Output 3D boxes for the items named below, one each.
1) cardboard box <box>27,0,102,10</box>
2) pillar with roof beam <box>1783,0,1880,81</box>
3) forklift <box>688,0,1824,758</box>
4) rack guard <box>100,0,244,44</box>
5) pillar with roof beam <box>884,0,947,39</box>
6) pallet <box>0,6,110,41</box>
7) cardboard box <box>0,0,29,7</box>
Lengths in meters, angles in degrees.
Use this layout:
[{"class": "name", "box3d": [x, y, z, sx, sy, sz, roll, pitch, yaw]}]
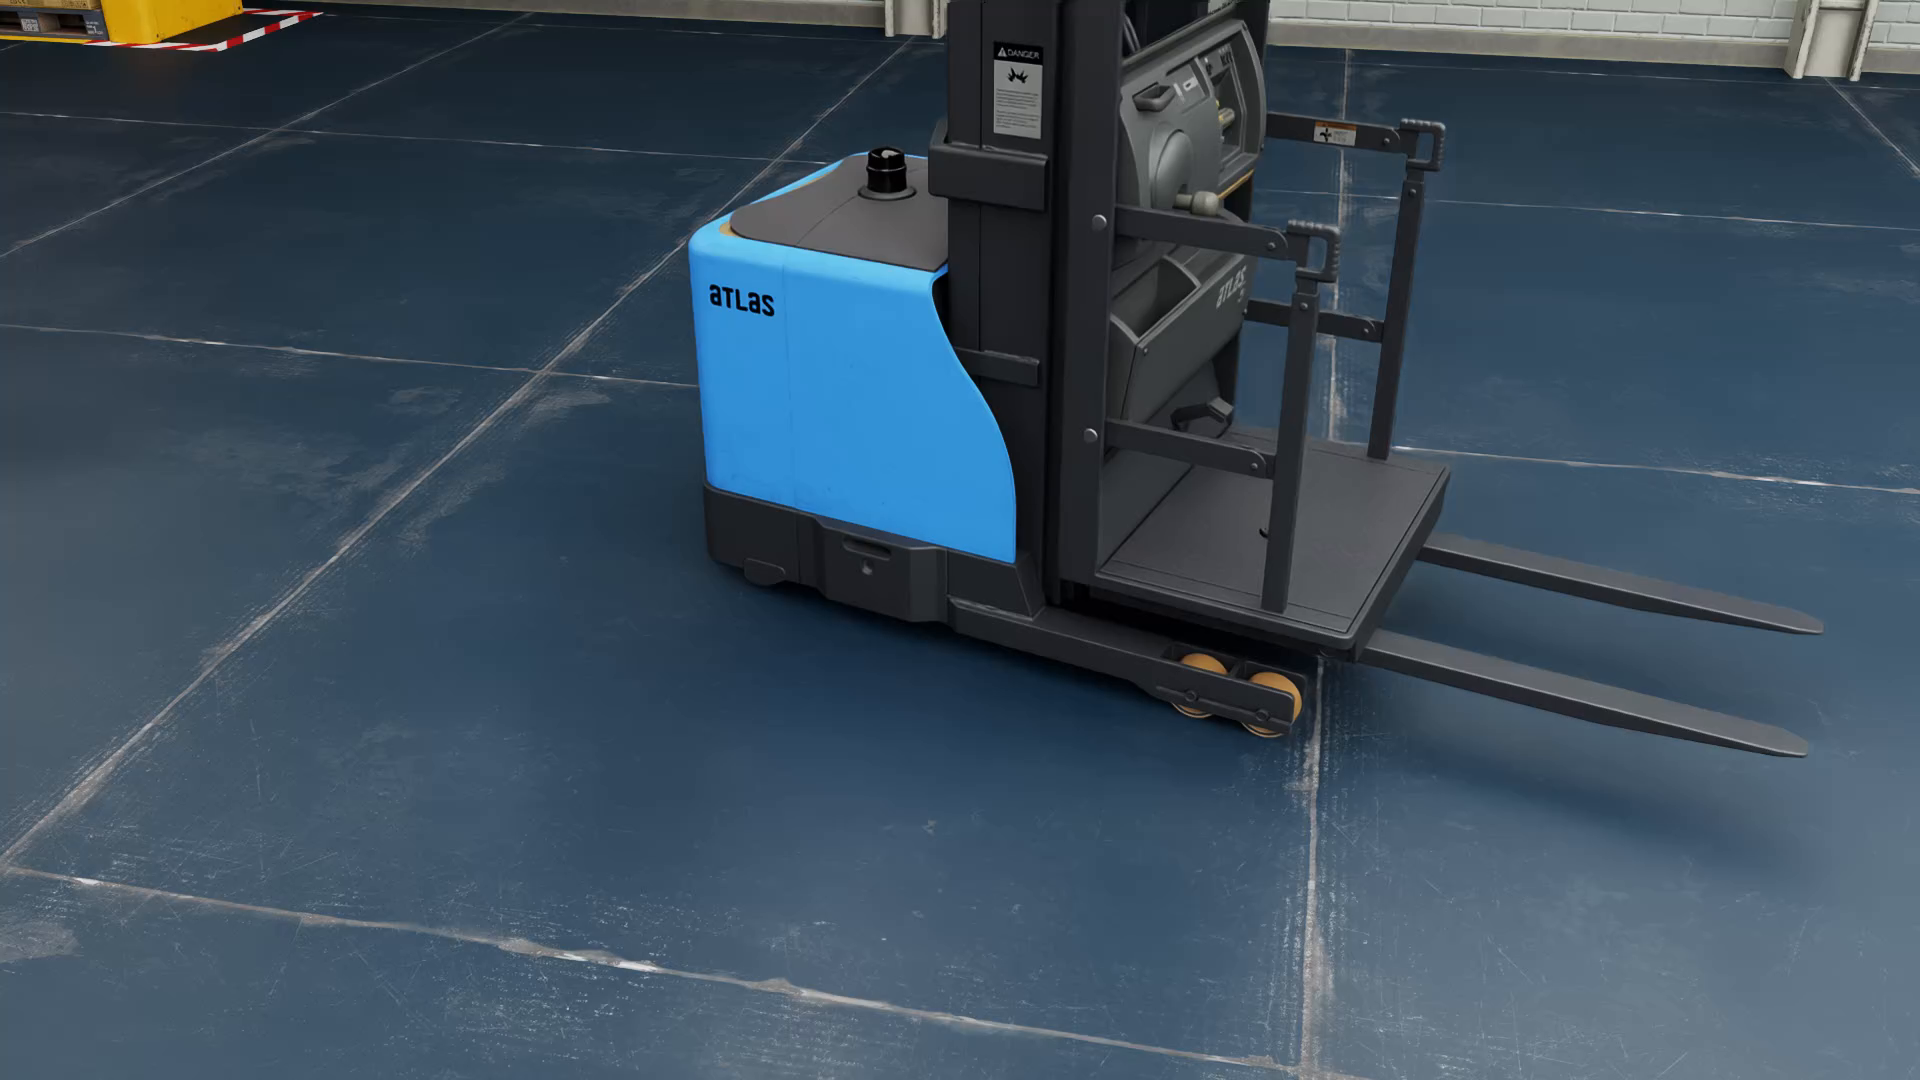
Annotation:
[{"class": "cardboard box", "box3d": [-6.205, -3.917, 11.707, 0.500, 0.250, 0.500, 6, 29, 11]}, {"class": "pillar with roof beam", "box3d": [4.664, -4.940, 4.902, 0.400, 9.000, 9.100, 6, 29, 11]}, {"class": "forklift", "box3d": [0.781, -1.065, 4.143, 3.031, 2.935, 1.130, 14, 32, 24]}, {"class": "rack guard", "box3d": [-5.656, -3.941, 11.929, 0.348, 0.500, 1.175, 6, 29, 11]}, {"class": "pillar with roof beam", "box3d": [-1.203, -5.541, 6.001, 0.400, 9.000, 9.100, 6, 29, 11]}, {"class": "pallet", "box3d": [-6.436, -3.874, 12.107, 1.213, 0.211, 1.003, 6, 29, 11]}, {"class": "cardboard box", "box3d": [-6.689, -3.971, 11.807, 0.500, 0.250, 0.500, 6, 29, 11]}]
